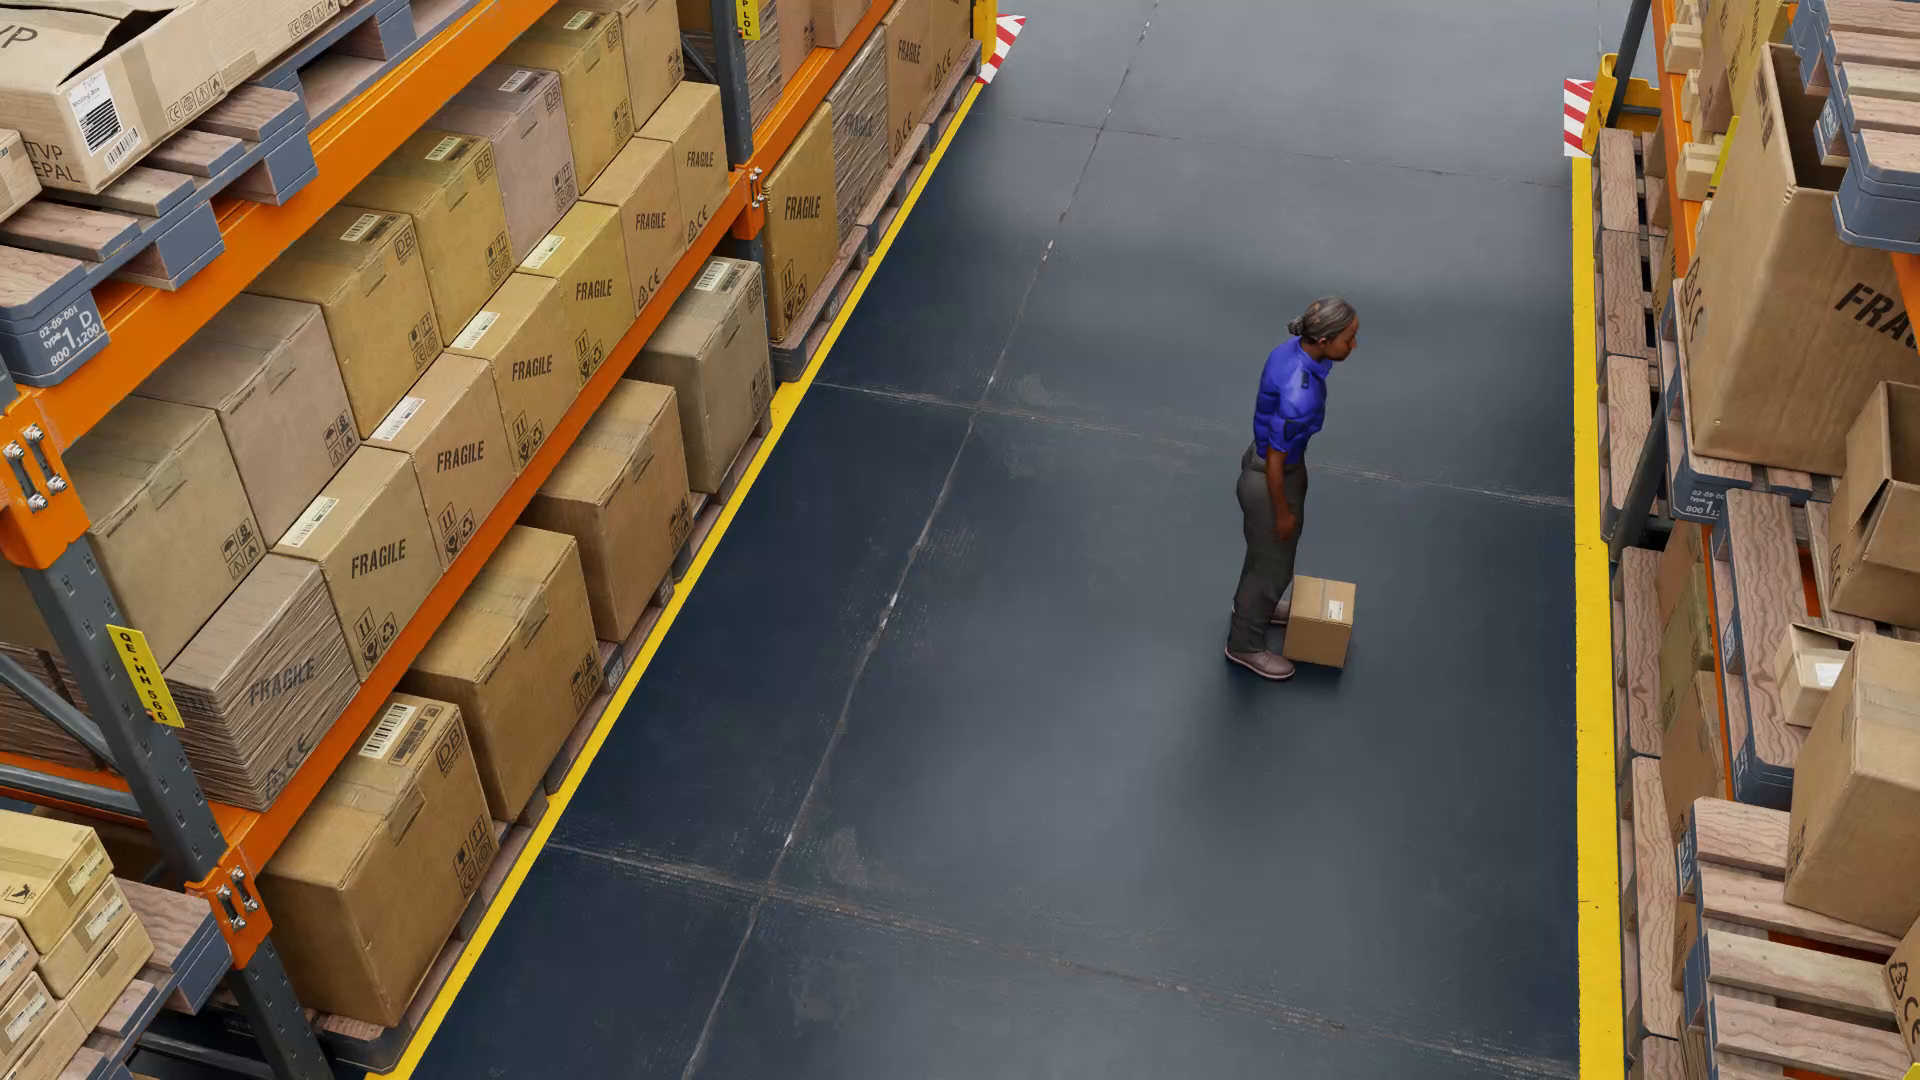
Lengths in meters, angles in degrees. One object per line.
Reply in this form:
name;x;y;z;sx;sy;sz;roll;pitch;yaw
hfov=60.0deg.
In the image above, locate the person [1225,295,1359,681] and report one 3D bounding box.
person;1.252;-0.226;6.419;0.352;1.654;0.512;10;42;11
